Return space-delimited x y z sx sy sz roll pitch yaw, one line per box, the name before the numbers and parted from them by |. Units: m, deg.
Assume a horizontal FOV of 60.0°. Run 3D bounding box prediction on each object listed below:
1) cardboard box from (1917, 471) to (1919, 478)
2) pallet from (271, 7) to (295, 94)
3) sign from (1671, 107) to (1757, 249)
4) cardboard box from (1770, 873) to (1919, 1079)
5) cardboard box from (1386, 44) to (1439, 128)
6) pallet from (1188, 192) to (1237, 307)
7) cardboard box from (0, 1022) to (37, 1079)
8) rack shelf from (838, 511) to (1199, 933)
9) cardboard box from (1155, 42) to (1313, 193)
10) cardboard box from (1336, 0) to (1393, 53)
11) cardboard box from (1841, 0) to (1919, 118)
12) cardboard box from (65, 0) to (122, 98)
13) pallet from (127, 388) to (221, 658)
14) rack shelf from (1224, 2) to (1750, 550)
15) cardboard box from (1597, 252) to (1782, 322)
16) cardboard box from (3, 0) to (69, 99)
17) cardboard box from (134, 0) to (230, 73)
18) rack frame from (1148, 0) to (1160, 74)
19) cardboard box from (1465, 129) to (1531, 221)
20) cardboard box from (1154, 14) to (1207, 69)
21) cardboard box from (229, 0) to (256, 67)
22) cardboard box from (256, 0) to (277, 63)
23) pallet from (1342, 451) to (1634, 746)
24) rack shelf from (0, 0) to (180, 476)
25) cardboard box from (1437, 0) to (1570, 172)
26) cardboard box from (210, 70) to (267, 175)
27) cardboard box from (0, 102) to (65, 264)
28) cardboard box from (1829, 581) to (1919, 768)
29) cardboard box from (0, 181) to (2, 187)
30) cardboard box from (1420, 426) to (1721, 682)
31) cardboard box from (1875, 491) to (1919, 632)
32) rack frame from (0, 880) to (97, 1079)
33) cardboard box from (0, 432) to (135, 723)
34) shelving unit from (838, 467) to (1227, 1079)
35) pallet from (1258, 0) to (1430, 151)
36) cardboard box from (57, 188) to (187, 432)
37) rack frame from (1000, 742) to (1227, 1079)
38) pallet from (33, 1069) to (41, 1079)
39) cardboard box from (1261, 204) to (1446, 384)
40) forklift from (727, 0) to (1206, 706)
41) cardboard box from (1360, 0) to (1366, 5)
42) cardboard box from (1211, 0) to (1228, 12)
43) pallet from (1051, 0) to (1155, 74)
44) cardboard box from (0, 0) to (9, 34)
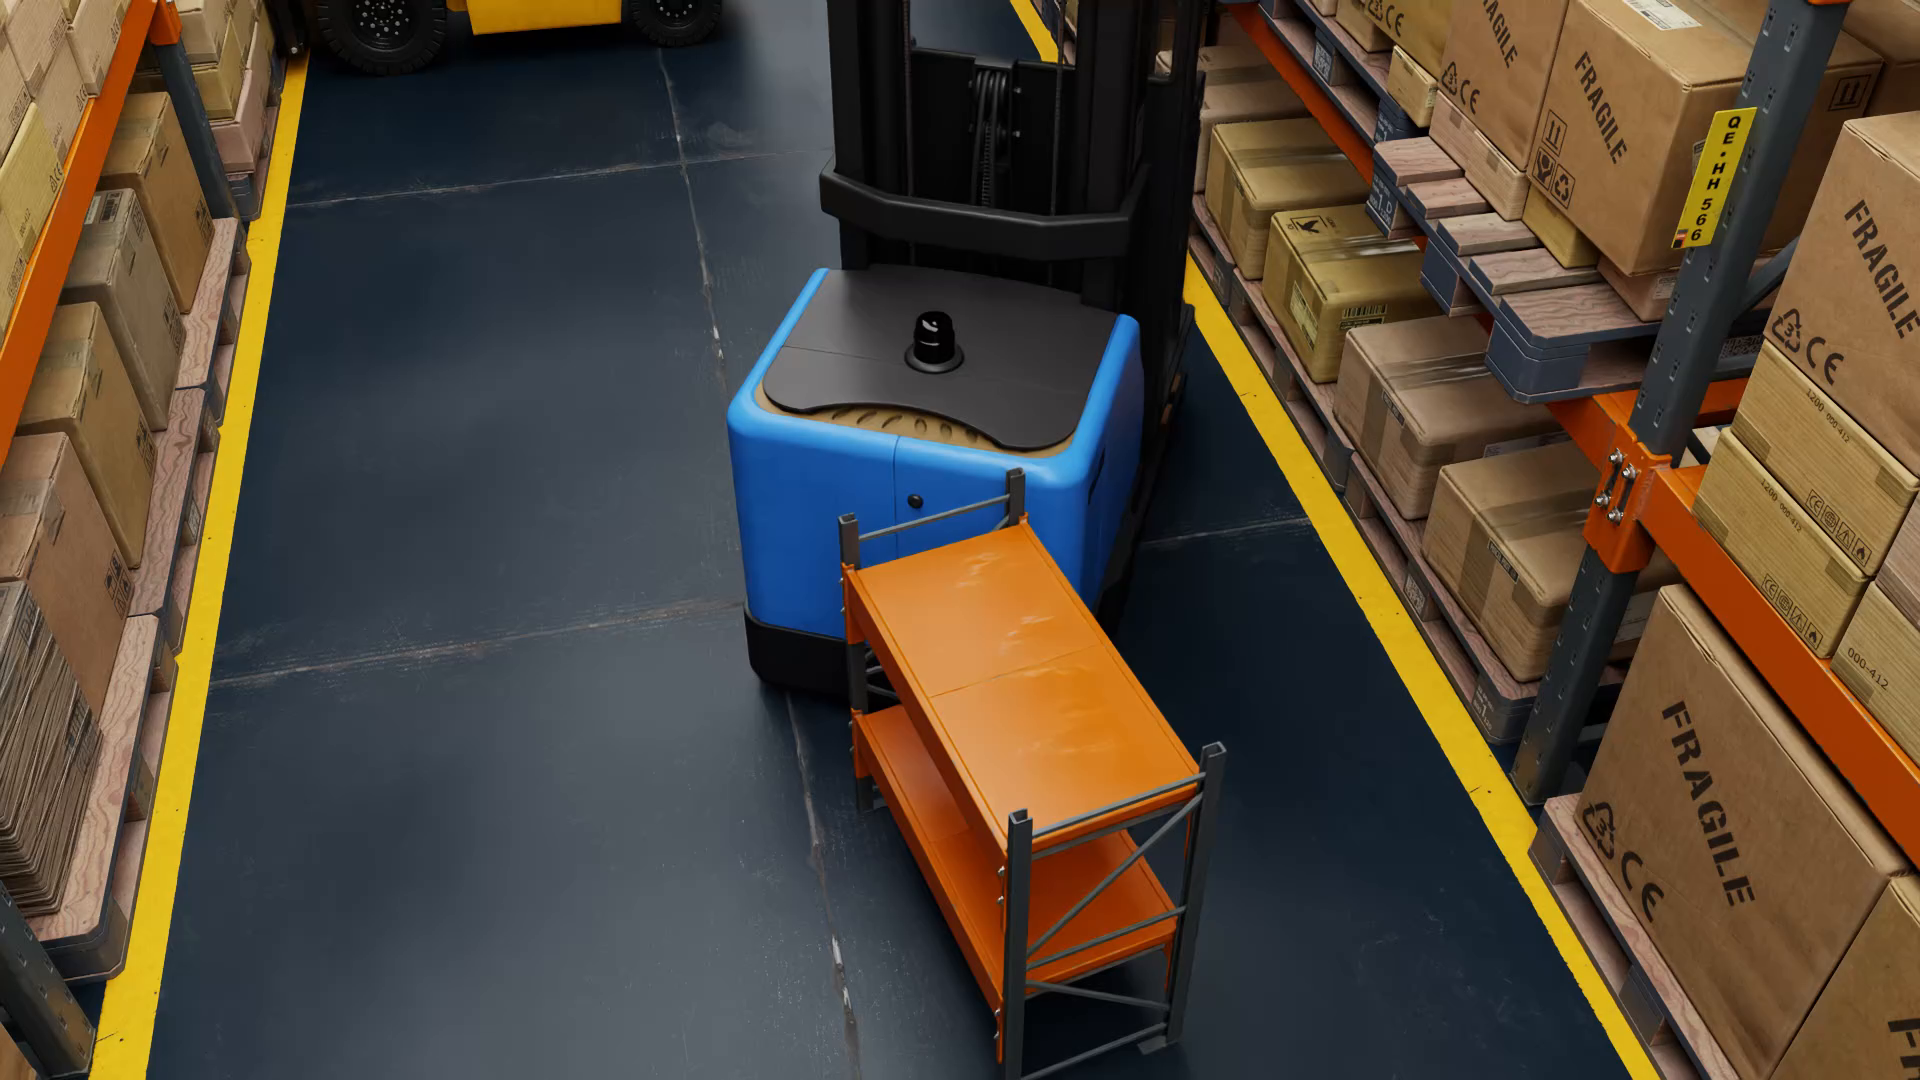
cardboard box | 2.118 -0.183 2.869 0.500 0.500 0.500 -8 42 -9
pallet | -3.973 -2.597 8.517 1.003 0.211 1.213 -8 42 -9
sign | 1.606 -0.767 3.541 0.100 0.325 0.005 -8 42 -9
cardboard box | 2.391 1.229 3.390 0.875 0.875 0.875 -8 42 -9
cardboard box | 1.488 -1.350 4.884 0.380 0.149 0.250 -8 42 -9
pallet | 1.440 -1.493 7.272 1.003 0.211 1.213 -8 42 -9
cardboard box | -2.410 1.288 3.606 0.500 0.500 0.500 -7 42 -8
rack shelf | 0.133 0.398 4.013 0.538 0.278 1.000 -16 44 -17
cardboard box | 1.387 -1.875 7.265 0.950 0.372 0.625 -8 42 -9
cardboard box | 1.422 -1.682 5.258 0.380 0.149 0.250 -10 42 -11
cardboard box | 2.263 -1.078 4.089 0.500 0.500 0.500 -9 42 -10
cardboard box | -3.097 -1.656 5.469 0.500 0.250 0.500 -9 42 -10
pallet | -3.111 -0.019 5.612 1.003 0.211 1.213 -8 42 -9
rack shelf | 1.703 -1.474 5.693 1.077 0.370 4.000 -8 42 -9
cardboard box | 1.834 -0.689 4.139 0.380 0.149 0.250 -7 42 -8
cardboard box | -2.997 -1.511 4.929 0.500 0.250 0.500 -8 42 -8
cardboard box | -3.373 -2.187 6.956 0.500 0.250 0.500 -9 42 -10
rack frame | 1.271 -3.040 6.915 1.000 3.000 0.127 -8 42 -9
cardboard box | 1.607 -1.009 4.500 0.380 0.149 0.250 -9 42 -10
cardboard box | 0.881 -2.513 8.077 0.500 0.250 0.500 -7 42 -7
cardboard box | -3.489 -2.326 7.489 0.500 0.250 0.500 -9 42 -10
cardboard box | -3.607 -2.474 8.032 0.500 0.250 0.500 -8 42 -9
pallet | 1.967 0.089 5.491 1.003 0.211 1.213 -8 42 -9
rack shelf | -3.143 -0.761 4.889 1.077 0.370 4.000 -8 42 -9
cardboard box | 1.642 -1.341 4.386 0.500 0.500 0.500 -9 42 -10
cardboard box | -3.356 -1.816 7.291 0.500 0.250 0.500 -8 42 -9
cardboard box | -2.901 -0.996 4.725 0.500 0.250 0.500 -7 42 -8
cardboard box | 2.122 0.293 3.274 0.500 0.250 0.500 -9 42 -11
cardboard box | -2.771 -0.853 4.188 0.500 0.250 0.500 -9 42 -10
cardboard box | 2.022 0.011 5.141 0.950 0.372 0.625 -11 43 -12
cardboard box | 2.113 0.121 3.090 0.500 0.250 0.500 -7 42 -8
rack frame | -2.712 0.267 3.190 1.000 3.000 0.127 -8 42 -9
cardboard box | -2.982 0.169 4.773 0.875 0.625 0.625 -7 42 -8
shelving unit | 0.133 0.617 4.207 0.538 1.125 1.048 -16 44 -17
pallet | 1.667 -1.653 5.497 1.003 0.211 1.213 -8 42 -9
cardboard box | -3.291 -0.754 5.813 0.875 0.625 0.625 -9 42 -10
rack frame | 0.334 0.927 3.858 0.500 1.125 0.032 -16 44 -17
pallet | -2.587 1.799 3.565 1.003 0.211 1.213 -8 42 -9
cardboard box | 1.697 -0.959 6.233 0.950 0.372 0.625 -7 42 -8
forklift | 0.229 -1.497 5.229 1.130 2.935 3.031 11 43 12
cardboard box | 1.416 -2.022 5.153 0.500 0.500 0.500 -10 43 -11
cardboard box | 1.407 -2.870 7.914 0.500 0.500 0.500 -6 42 -7
pallet | 1.091 -2.427 8.325 1.003 0.211 1.213 -8 42 -9
cardboard box | -2.847 -1.432 4.539 0.380 0.149 0.250 -9 42 -10
